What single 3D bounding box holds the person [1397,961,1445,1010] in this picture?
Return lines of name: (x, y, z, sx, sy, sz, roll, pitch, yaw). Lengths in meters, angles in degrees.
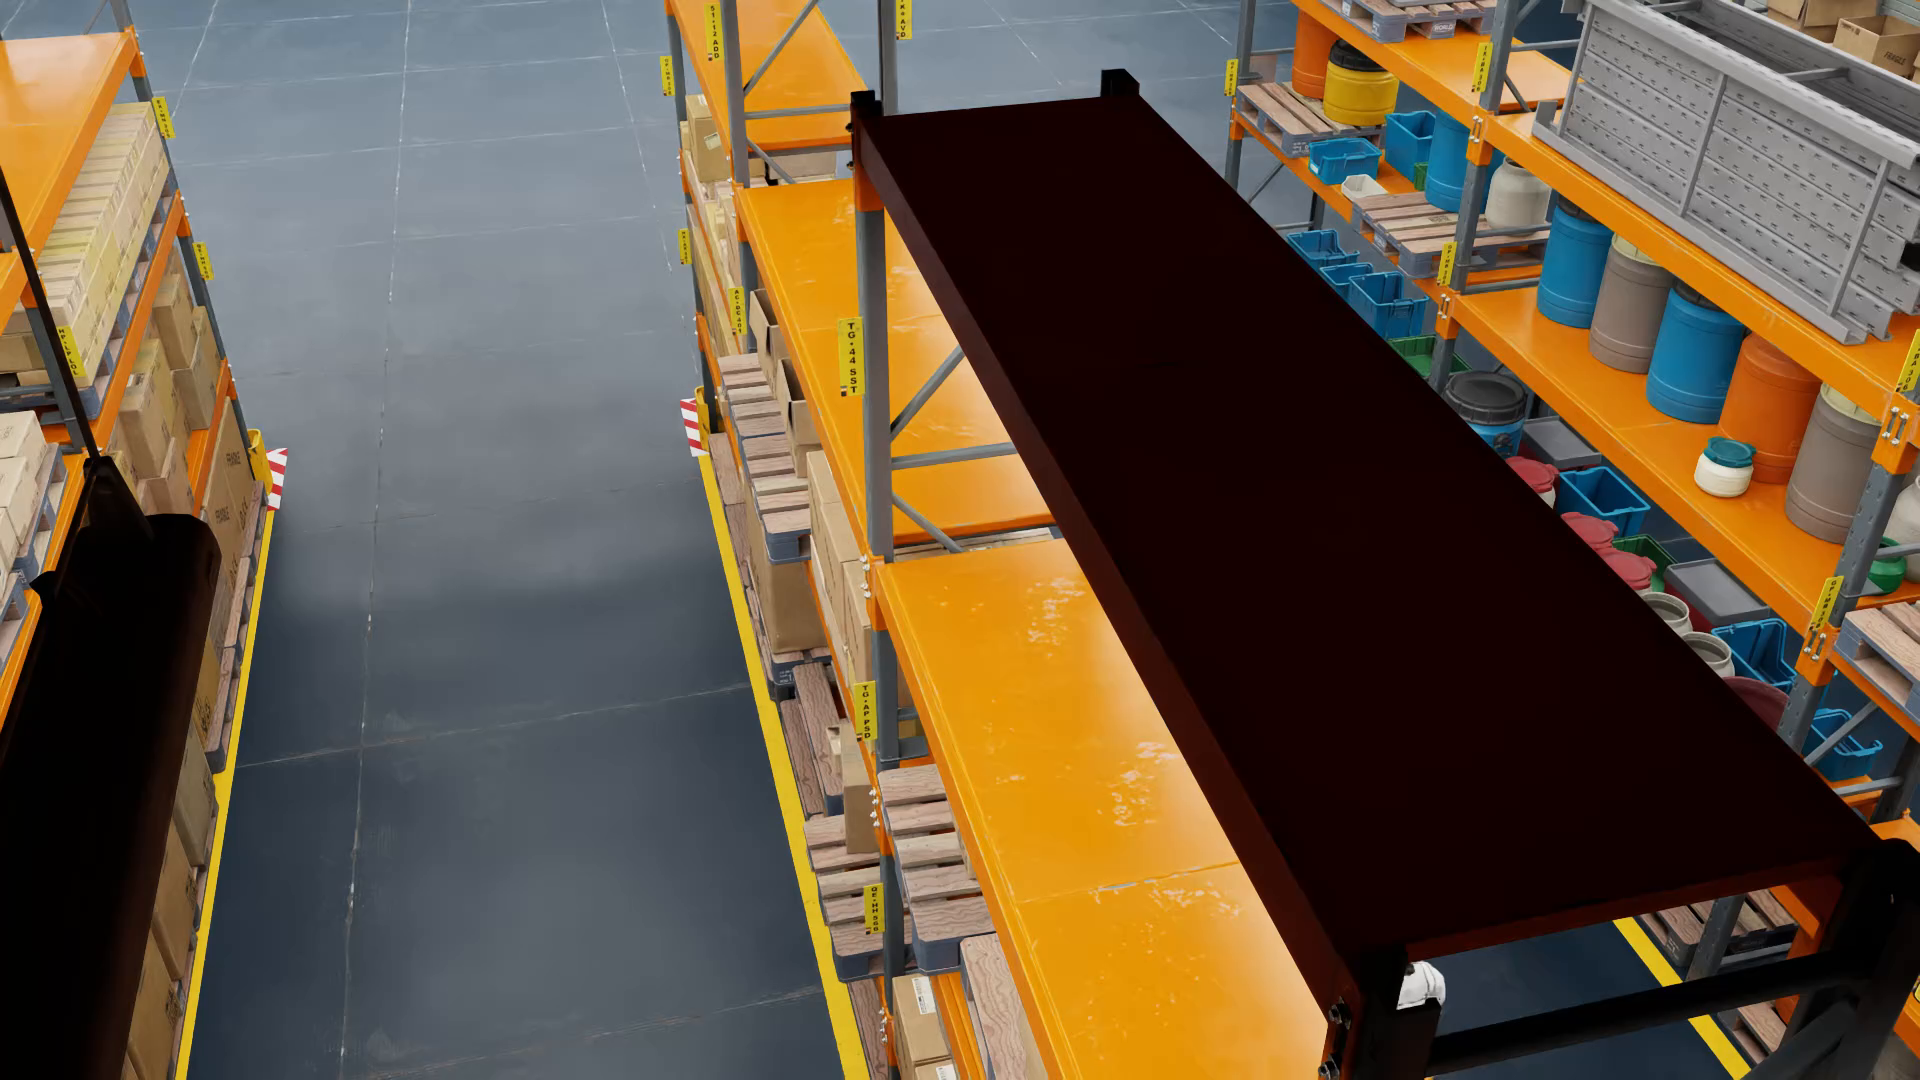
person: (2.242, 2.705, 8.746, 0.594, 1.584, 0.760, -1, 34, -2)
